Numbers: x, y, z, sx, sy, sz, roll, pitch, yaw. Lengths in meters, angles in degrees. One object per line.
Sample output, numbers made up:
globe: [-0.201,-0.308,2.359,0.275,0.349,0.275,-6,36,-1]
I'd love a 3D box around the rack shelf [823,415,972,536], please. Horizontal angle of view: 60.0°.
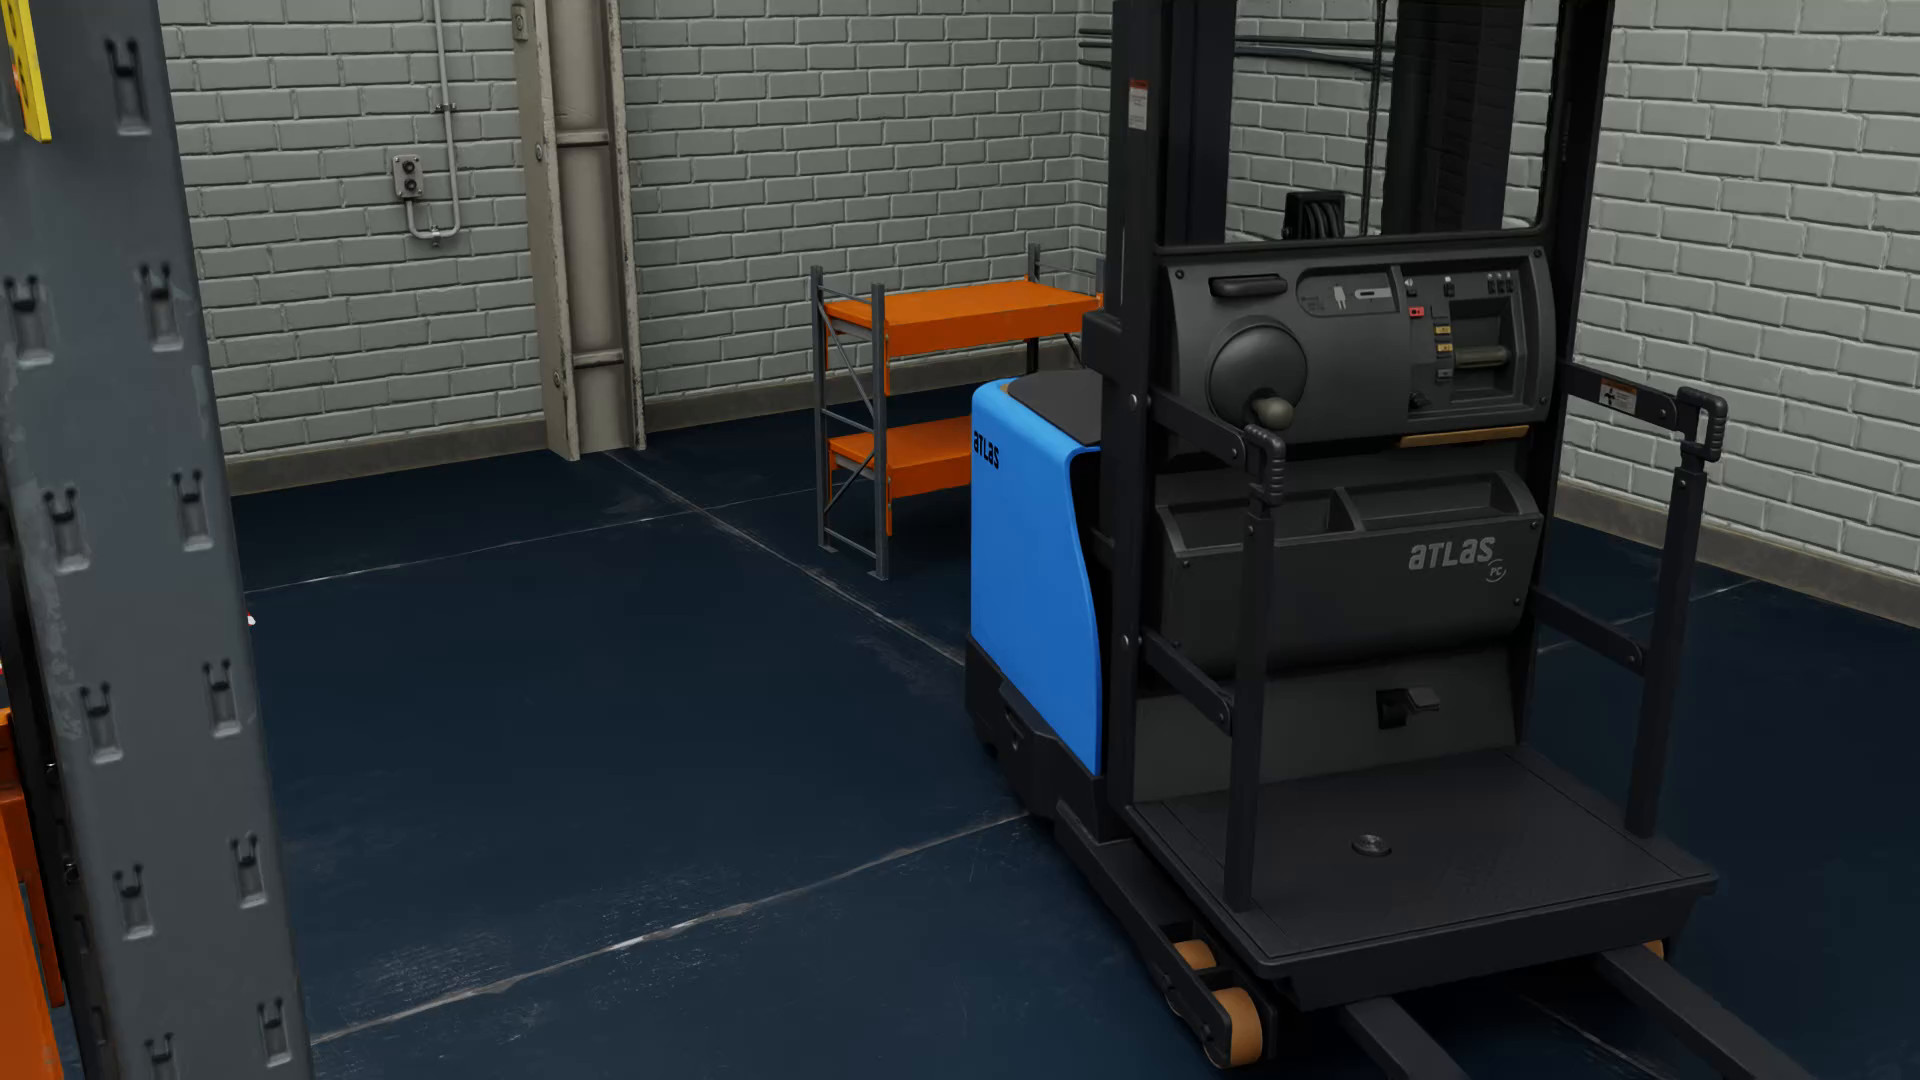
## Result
rack shelf: [0.006,-0.302,6.646,1.000,0.278,0.538,-12,22,-31]

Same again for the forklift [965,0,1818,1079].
forklift: [0.954,-0.428,3.434,1.130,2.935,3.031,-6,20,-17]

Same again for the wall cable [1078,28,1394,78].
wall cable: [1.379,-3.433,7.698,0.112,2.526,3.097,-12,22,-31]

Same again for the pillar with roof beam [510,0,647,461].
pillar with roof beam: [0.606,-3.559,3.221,0.400,9.000,9.100,-12,22,-31]

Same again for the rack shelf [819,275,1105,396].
rack shelf: [0.006,-0.811,6.474,1.000,0.278,0.538,-12,22,-31]

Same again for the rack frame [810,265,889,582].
rack frame: [-0.419,-0.445,6.303,0.032,1.125,0.500,-12,22,-31]

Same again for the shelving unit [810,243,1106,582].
shelving unit: [0.006,-0.534,6.568,1.048,1.125,0.538,-12,22,-31]

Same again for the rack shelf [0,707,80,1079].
rack shelf: [-2.484,0.856,0.653,4.000,0.370,1.077,-12,22,-31]

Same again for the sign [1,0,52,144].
sign: [-0.525,-0.383,0.894,0.005,0.325,0.100,-12,22,-31]

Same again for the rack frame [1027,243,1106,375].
rack frame: [0.430,-0.624,6.833,0.032,1.125,0.500,-12,22,-31]

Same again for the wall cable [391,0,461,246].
wall cable: [-2.992,-2.121,6.750,1.851,1.984,0.084,-12,22,-31]
